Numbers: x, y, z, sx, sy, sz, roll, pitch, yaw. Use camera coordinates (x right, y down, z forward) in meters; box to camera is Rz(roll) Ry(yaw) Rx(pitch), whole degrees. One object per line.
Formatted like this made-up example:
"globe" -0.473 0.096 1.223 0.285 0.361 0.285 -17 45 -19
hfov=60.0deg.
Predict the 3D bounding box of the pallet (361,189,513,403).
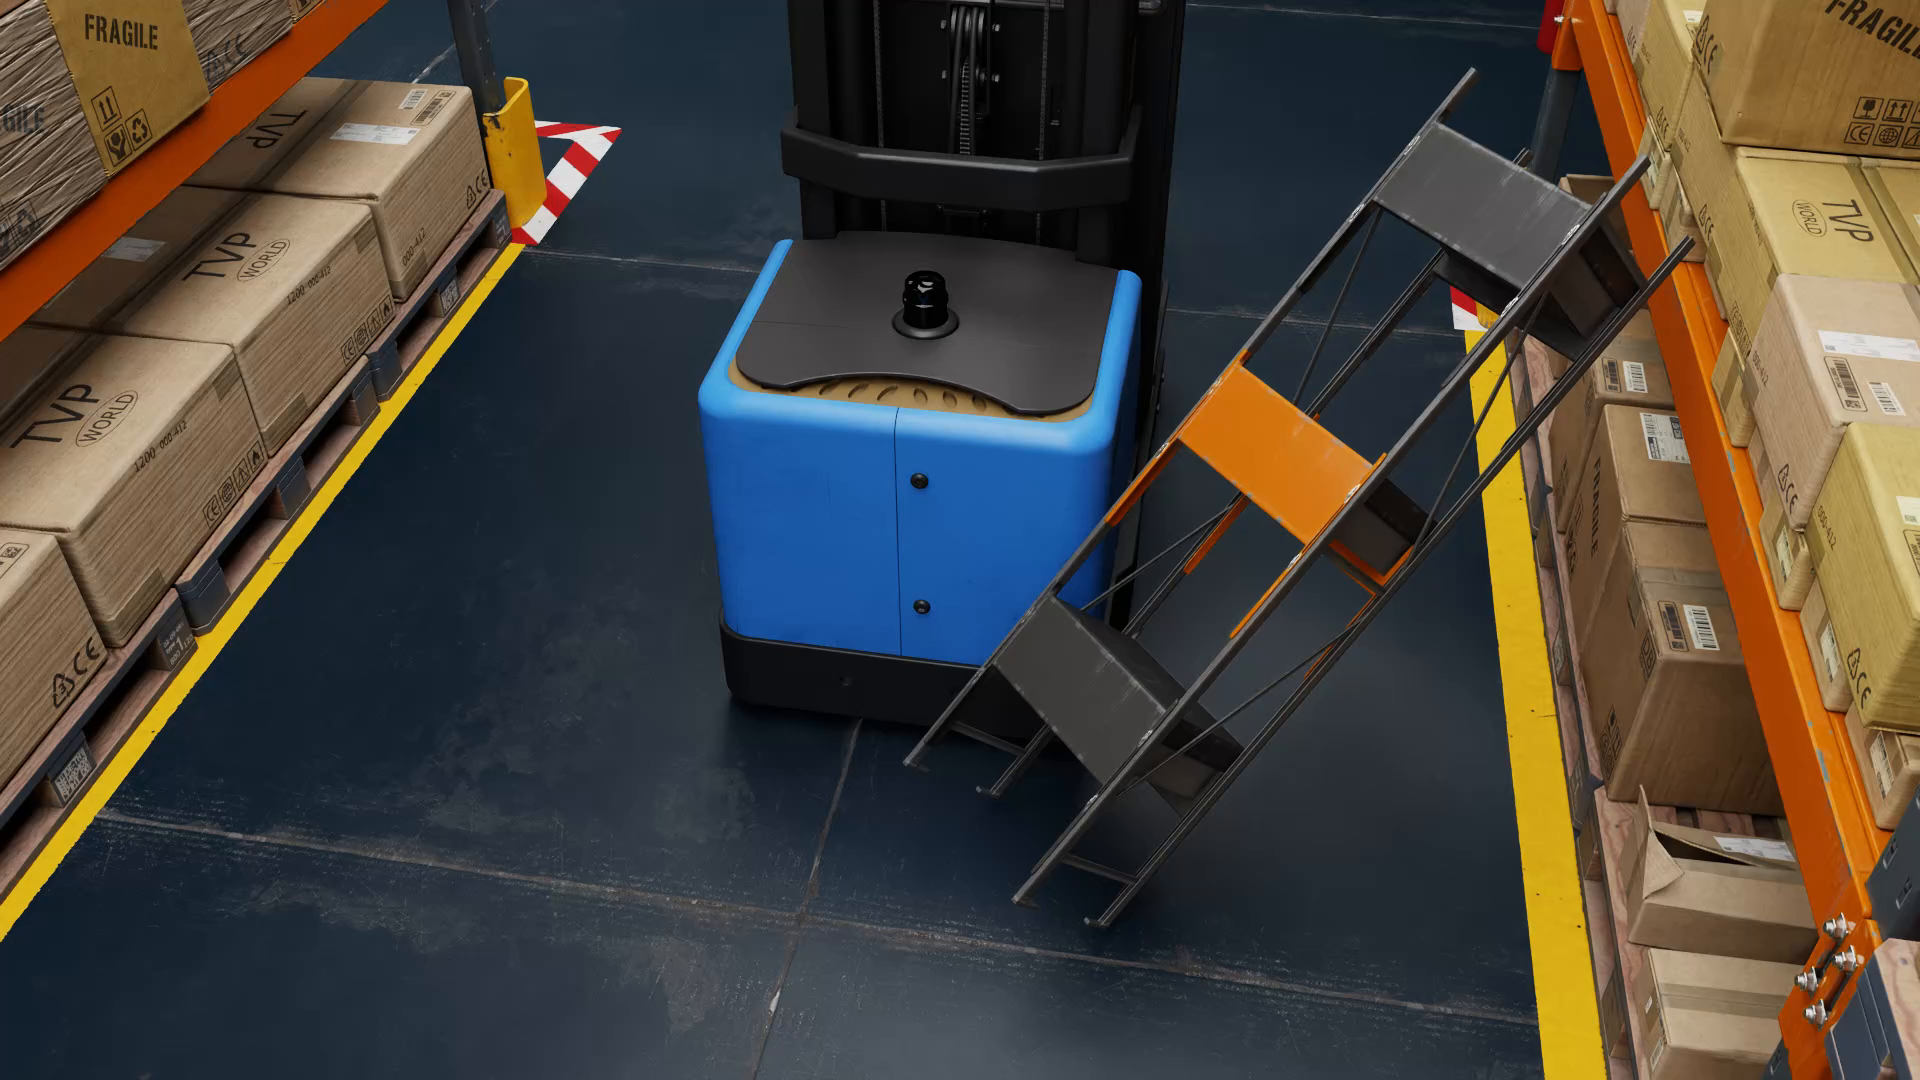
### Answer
"pallet" -2.397 -0.989 6.280 1.003 0.211 1.213 6 40 8

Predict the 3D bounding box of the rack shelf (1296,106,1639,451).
"rack shelf" 1.182 -0.589 3.810 0.518 0.431 0.480 -51 49 9

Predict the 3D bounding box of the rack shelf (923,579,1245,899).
"rack shelf" 0.316 0.490 4.022 0.518 0.431 0.480 -51 49 9

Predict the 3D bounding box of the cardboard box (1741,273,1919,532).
"cardboard box" 1.782 -0.238 3.068 0.500 0.250 0.500 7 40 8

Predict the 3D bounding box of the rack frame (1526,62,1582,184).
"rack frame" 2.554 -2.029 5.350 1.000 3.000 0.127 6 40 8

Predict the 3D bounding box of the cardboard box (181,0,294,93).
"cardboard box" -2.339 -1.643 4.805 0.500 0.500 0.500 7 40 9

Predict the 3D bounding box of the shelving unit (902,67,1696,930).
"shelving unit" 0.758 -0.060 3.914 2.100 0.431 0.503 -51 49 9

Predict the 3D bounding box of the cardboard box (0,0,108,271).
"cardboard box" -2.505 -0.994 4.020 0.500 0.500 0.500 7 40 8

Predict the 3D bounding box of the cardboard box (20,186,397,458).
"cardboard box" -2.501 -0.748 5.481 0.875 0.438 0.875 7 40 9

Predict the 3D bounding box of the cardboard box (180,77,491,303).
"cardboard box" -2.351 -1.323 6.177 0.875 0.438 0.875 5 40 6

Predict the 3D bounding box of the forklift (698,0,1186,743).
"forklift" 0.112 -1.525 4.794 1.130 2.935 3.031 7 40 8

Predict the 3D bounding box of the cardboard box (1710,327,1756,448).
"cardboard box" 1.802 -0.306 3.464 0.380 0.149 0.250 6 40 7

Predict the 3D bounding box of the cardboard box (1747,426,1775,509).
"cardboard box" 1.785 -0.143 3.266 0.380 0.149 0.250 7 40 9

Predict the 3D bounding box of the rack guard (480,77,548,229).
"rack guard" -2.331 -1.626 6.824 1.175 0.500 0.348 6 40 8

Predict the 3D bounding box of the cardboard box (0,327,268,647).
"cardboard box" -2.659 -0.182 4.797 0.875 0.438 0.875 5 40 6

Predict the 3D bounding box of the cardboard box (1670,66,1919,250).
"cardboard box" 1.971 -0.872 3.835 0.500 0.250 0.500 5 40 7

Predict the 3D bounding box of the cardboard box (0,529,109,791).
"cardboard box" -2.813 0.380 4.118 0.875 0.438 0.875 6 40 7

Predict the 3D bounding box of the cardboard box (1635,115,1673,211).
"cardboard box" 1.955 -0.953 4.246 0.380 0.149 0.250 5 40 6

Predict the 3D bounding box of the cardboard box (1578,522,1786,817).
"cardboard box" 1.989 0.330 4.129 0.700 0.500 0.500 5 40 6

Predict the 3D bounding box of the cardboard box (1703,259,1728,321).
"cardboard box" 1.953 -0.616 3.838 0.380 0.149 0.250 6 40 8

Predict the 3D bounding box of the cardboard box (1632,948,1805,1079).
"cardboard box" 1.669 1.036 3.550 0.380 0.149 0.250 5 40 6

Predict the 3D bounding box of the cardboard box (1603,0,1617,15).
"cardboard box" 2.227 -1.756 5.217 0.380 0.149 0.250 6 40 7

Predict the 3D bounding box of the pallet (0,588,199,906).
"pallet" -2.819 0.543 4.428 1.003 0.211 1.213 6 40 8

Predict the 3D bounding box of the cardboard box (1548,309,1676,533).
"cardboard box" 2.169 -0.322 4.917 0.700 0.500 0.500 8 40 9

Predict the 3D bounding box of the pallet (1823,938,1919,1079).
"pallet" 1.616 1.045 1.783 1.003 0.211 1.213 6 40 8

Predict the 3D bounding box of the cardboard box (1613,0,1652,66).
"cardboard box" 2.123 -1.514 4.612 0.500 0.250 0.500 7 40 8

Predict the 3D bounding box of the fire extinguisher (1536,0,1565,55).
"fire extinguisher" 2.124 -1.999 5.667 0.296 0.674 0.183 6 40 8

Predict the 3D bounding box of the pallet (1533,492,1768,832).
"pallet" 2.191 0.357 4.652 1.003 0.211 1.213 6 40 8

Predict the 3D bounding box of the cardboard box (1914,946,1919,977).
"cardboard box" 1.558 0.560 1.811 0.700 0.500 0.500 7 40 9

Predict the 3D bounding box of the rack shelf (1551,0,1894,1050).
"rack shelf" 2.208 -0.496 4.061 1.077 0.370 4.000 6 40 8

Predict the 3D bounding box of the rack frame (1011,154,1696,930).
"rack frame" 0.886 0.074 3.756 2.100 0.400 0.015 -51 49 9

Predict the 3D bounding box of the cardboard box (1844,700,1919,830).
"cardboard box" 1.668 0.350 2.669 0.380 0.149 0.250 7 40 8

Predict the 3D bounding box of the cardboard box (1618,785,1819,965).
"cardboard box" 1.731 0.767 3.784 0.396 0.266 0.258 8 40 9

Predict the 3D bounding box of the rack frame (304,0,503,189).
"rack frame" -2.335 -2.574 6.009 1.000 3.000 0.127 6 40 8

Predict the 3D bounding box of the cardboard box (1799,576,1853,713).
"cardboard box" 1.692 0.185 2.870 0.380 0.149 0.250 7 40 9

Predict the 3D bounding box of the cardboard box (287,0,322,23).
"cardboard box" -2.260 -1.967 5.197 0.500 0.500 0.500 6 40 7

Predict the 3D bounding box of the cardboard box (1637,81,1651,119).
"cardboard box" 2.113 -1.271 4.630 0.380 0.149 0.250 8 40 9

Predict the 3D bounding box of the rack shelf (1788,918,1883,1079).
"rack shelf" 1.516 2.014 1.025 1.077 0.370 4.000 6 40 8

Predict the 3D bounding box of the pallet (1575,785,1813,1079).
"pallet" 1.982 1.125 3.723 1.003 0.211 1.213 6 40 8

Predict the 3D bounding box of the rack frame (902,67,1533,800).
"rack frame" 0.629 -0.194 4.072 2.100 0.400 0.015 -51 49 9

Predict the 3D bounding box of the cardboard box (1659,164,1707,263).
"cardboard box" 1.930 -0.785 4.043 0.380 0.149 0.250 7 40 9

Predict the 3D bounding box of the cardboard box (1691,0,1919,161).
"cardboard box" 1.951 -1.178 3.617 0.500 0.500 0.500 7 40 9

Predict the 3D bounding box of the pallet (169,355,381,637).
"pallet" -2.610 -0.225 5.357 1.003 0.211 1.213 6 40 8

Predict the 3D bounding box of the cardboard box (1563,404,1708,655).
"cardboard box" 1.979 -0.001 4.529 0.500 0.500 0.500 7 40 8

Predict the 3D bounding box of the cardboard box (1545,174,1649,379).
"cardboard box" 2.355 -0.855 5.560 0.797 0.503 0.637 5 40 6

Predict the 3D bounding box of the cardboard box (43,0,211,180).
"cardboard box" -2.416 -1.318 4.411 0.500 0.500 0.500 8 40 9

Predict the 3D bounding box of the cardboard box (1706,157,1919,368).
"cardboard box" 1.881 -0.549 3.445 0.500 0.250 0.500 6 40 7

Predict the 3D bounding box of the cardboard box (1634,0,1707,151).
"cardboard box" 2.039 -1.196 4.226 0.500 0.250 0.500 6 40 7

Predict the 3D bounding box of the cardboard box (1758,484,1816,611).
"cardboard box" 1.713 0.019 3.070 0.380 0.149 0.250 7 40 9

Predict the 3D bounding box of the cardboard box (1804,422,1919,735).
"cardboard box" 1.710 0.078 2.686 0.500 0.250 0.500 7 40 9

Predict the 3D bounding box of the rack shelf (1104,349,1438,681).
"rack shelf" 0.749 -0.049 3.916 0.518 0.431 0.480 -51 49 9

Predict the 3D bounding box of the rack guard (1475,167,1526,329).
"rack guard" 2.541 -1.018 6.089 1.175 0.500 0.348 6 40 8

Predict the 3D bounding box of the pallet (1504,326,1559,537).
"pallet" 2.404 -0.406 5.576 1.003 0.211 1.213 6 40 8
